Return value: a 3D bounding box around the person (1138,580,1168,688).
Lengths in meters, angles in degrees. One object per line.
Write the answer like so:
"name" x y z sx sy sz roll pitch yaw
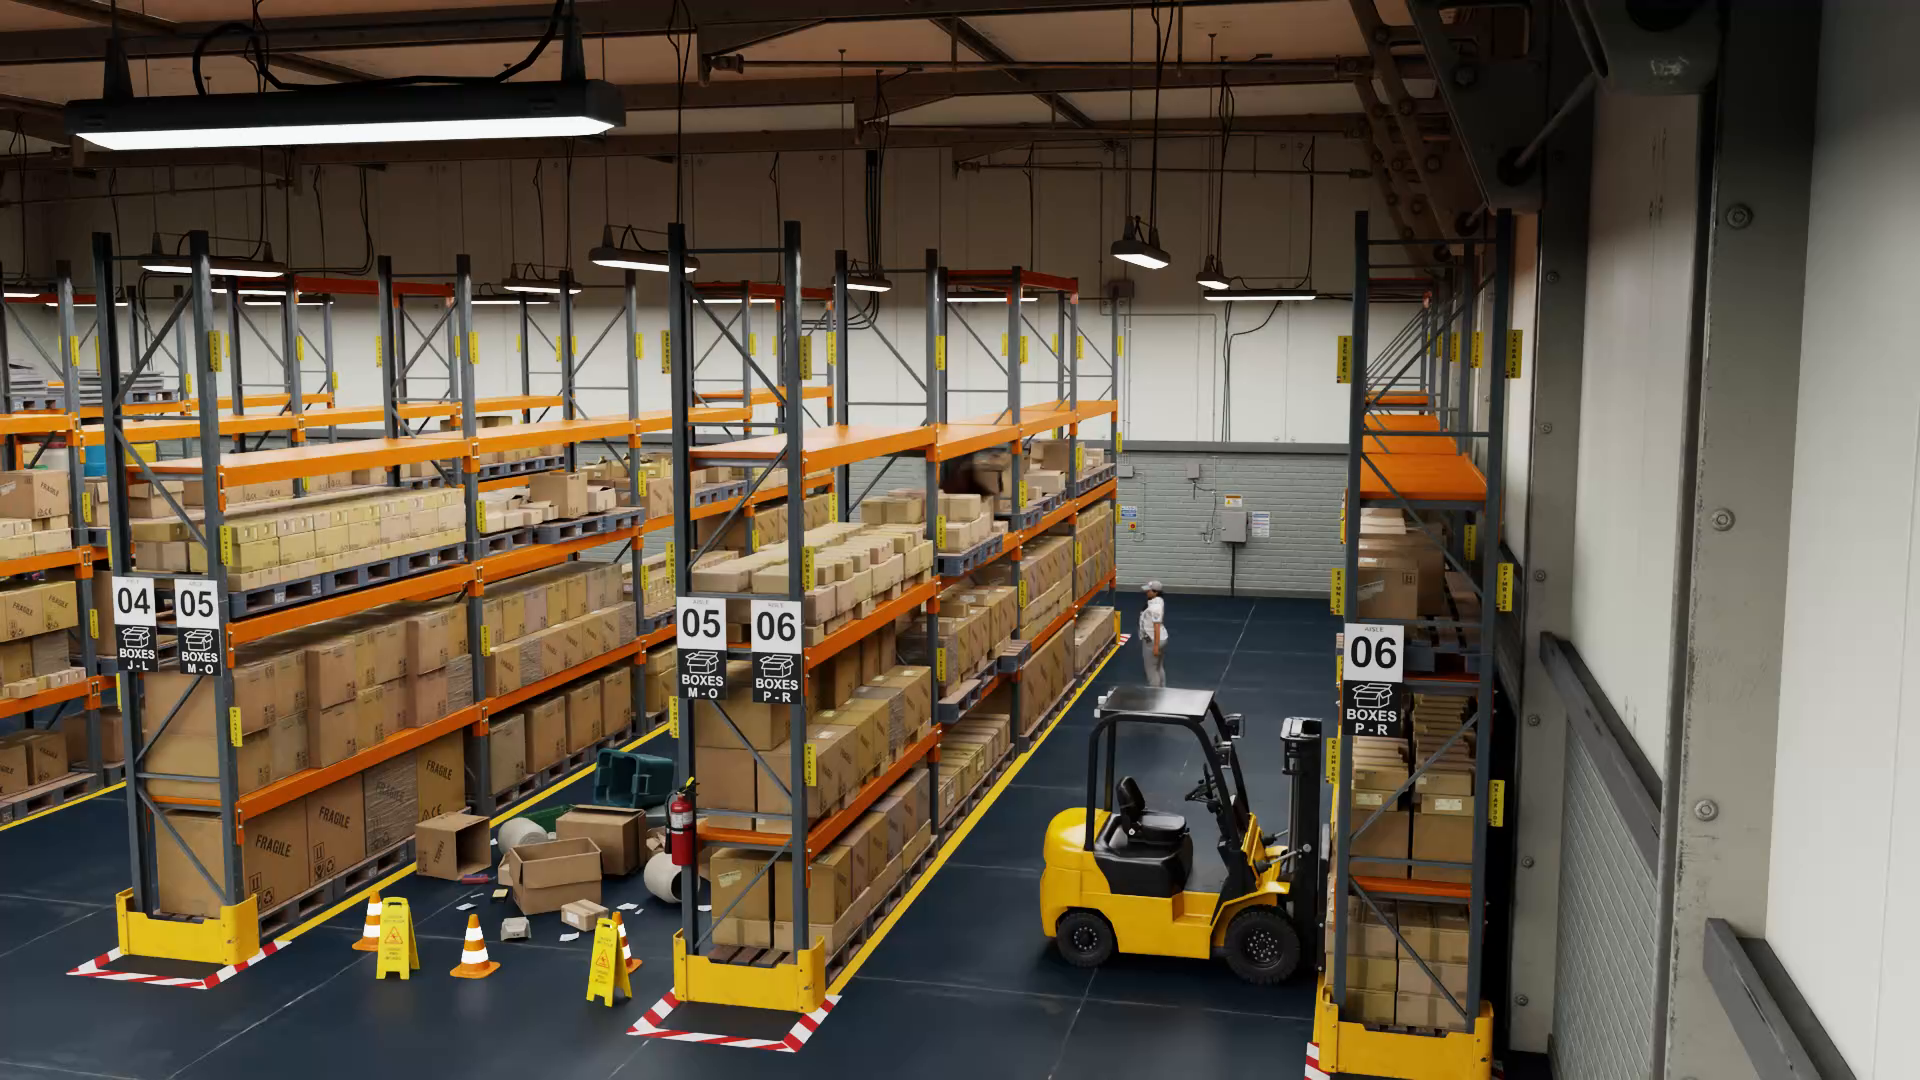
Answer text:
"person" 2.556 1.367 22.045 0.386 1.662 0.547 2 7 18
